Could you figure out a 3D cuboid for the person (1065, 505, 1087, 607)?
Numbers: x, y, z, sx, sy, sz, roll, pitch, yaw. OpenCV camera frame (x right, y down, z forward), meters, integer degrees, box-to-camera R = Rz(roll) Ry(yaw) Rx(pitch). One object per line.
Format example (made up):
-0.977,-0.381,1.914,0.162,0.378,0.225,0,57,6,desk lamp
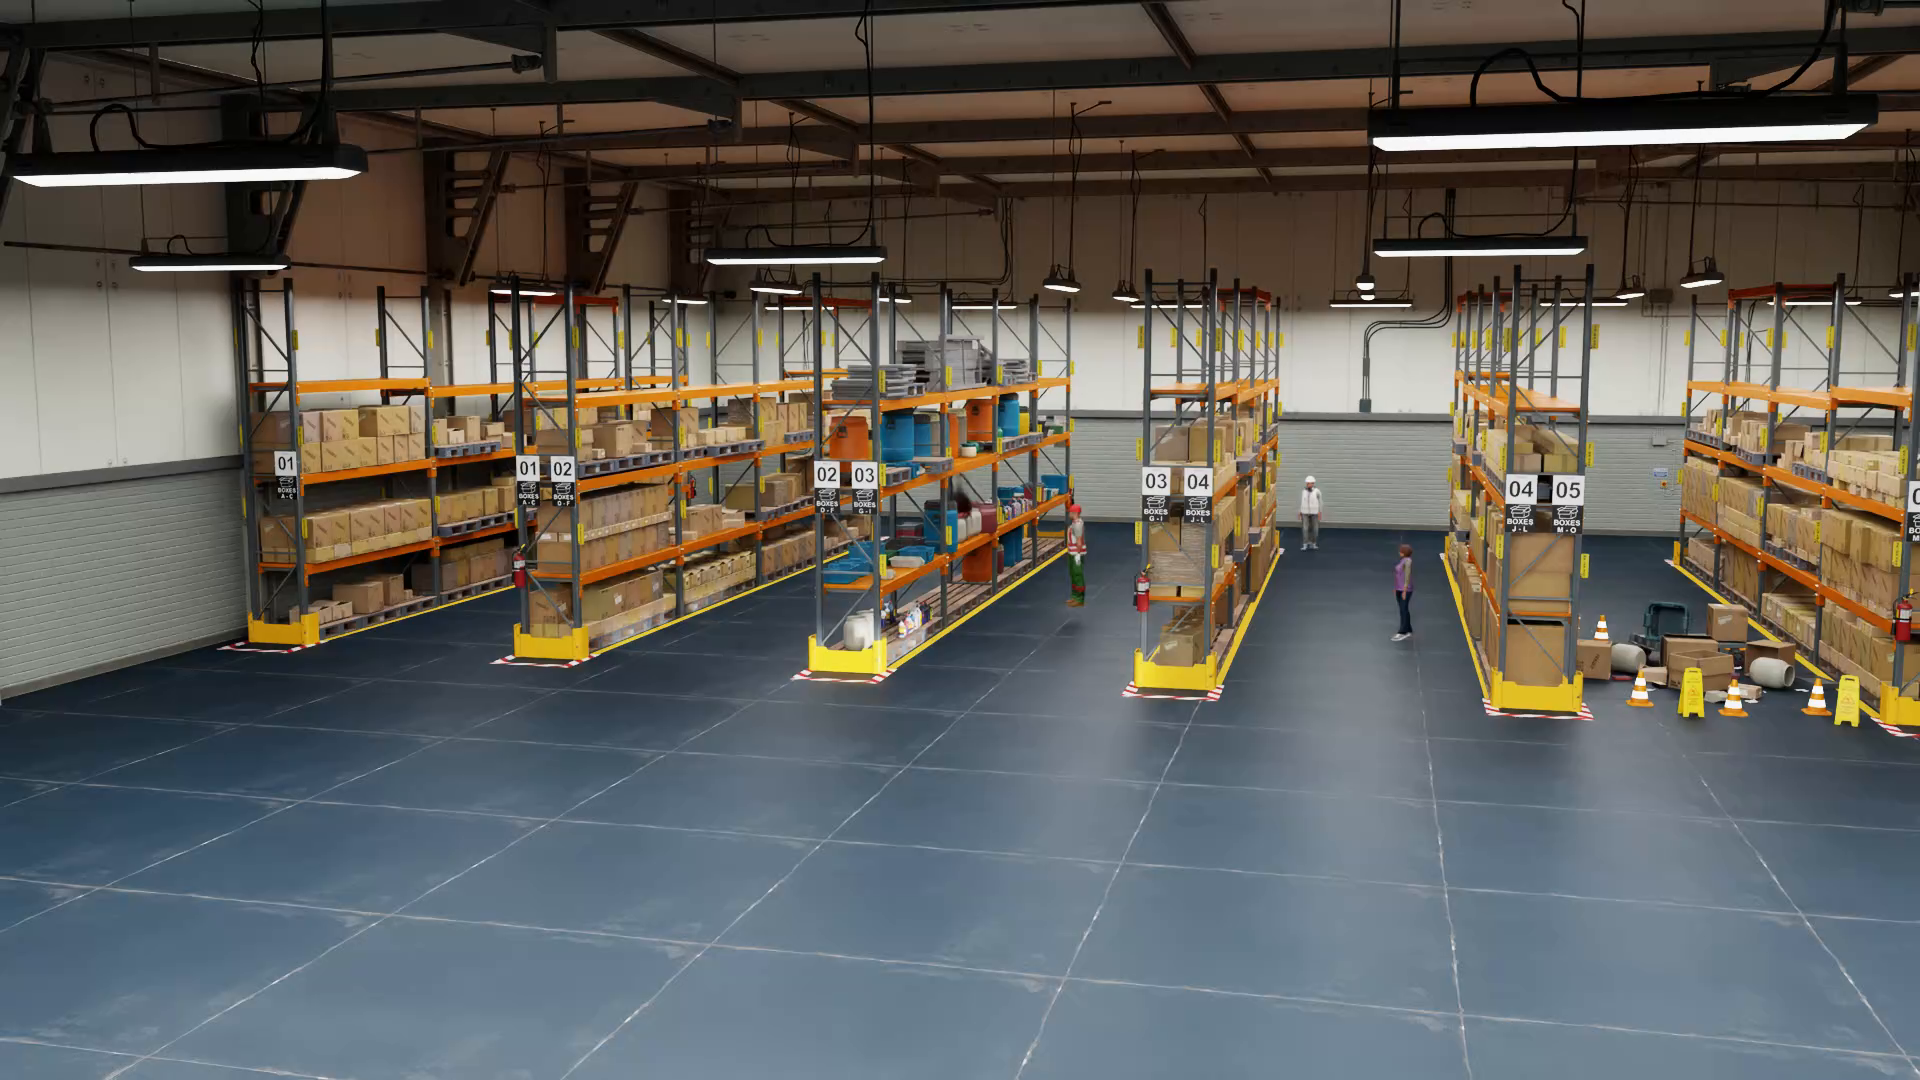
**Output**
2.053,0.267,29.560,0.370,1.795,0.574,-1,7,-11,person

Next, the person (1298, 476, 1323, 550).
8.385,-0.640,39.764,0.575,1.772,0.401,1,7,9,person

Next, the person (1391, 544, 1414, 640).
7.457,0.874,27.976,0.484,1.618,0.426,-2,7,-15,person

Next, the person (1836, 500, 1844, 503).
18.086,0.042,34.177,0.429,1.765,0.589,4,8,29,person
